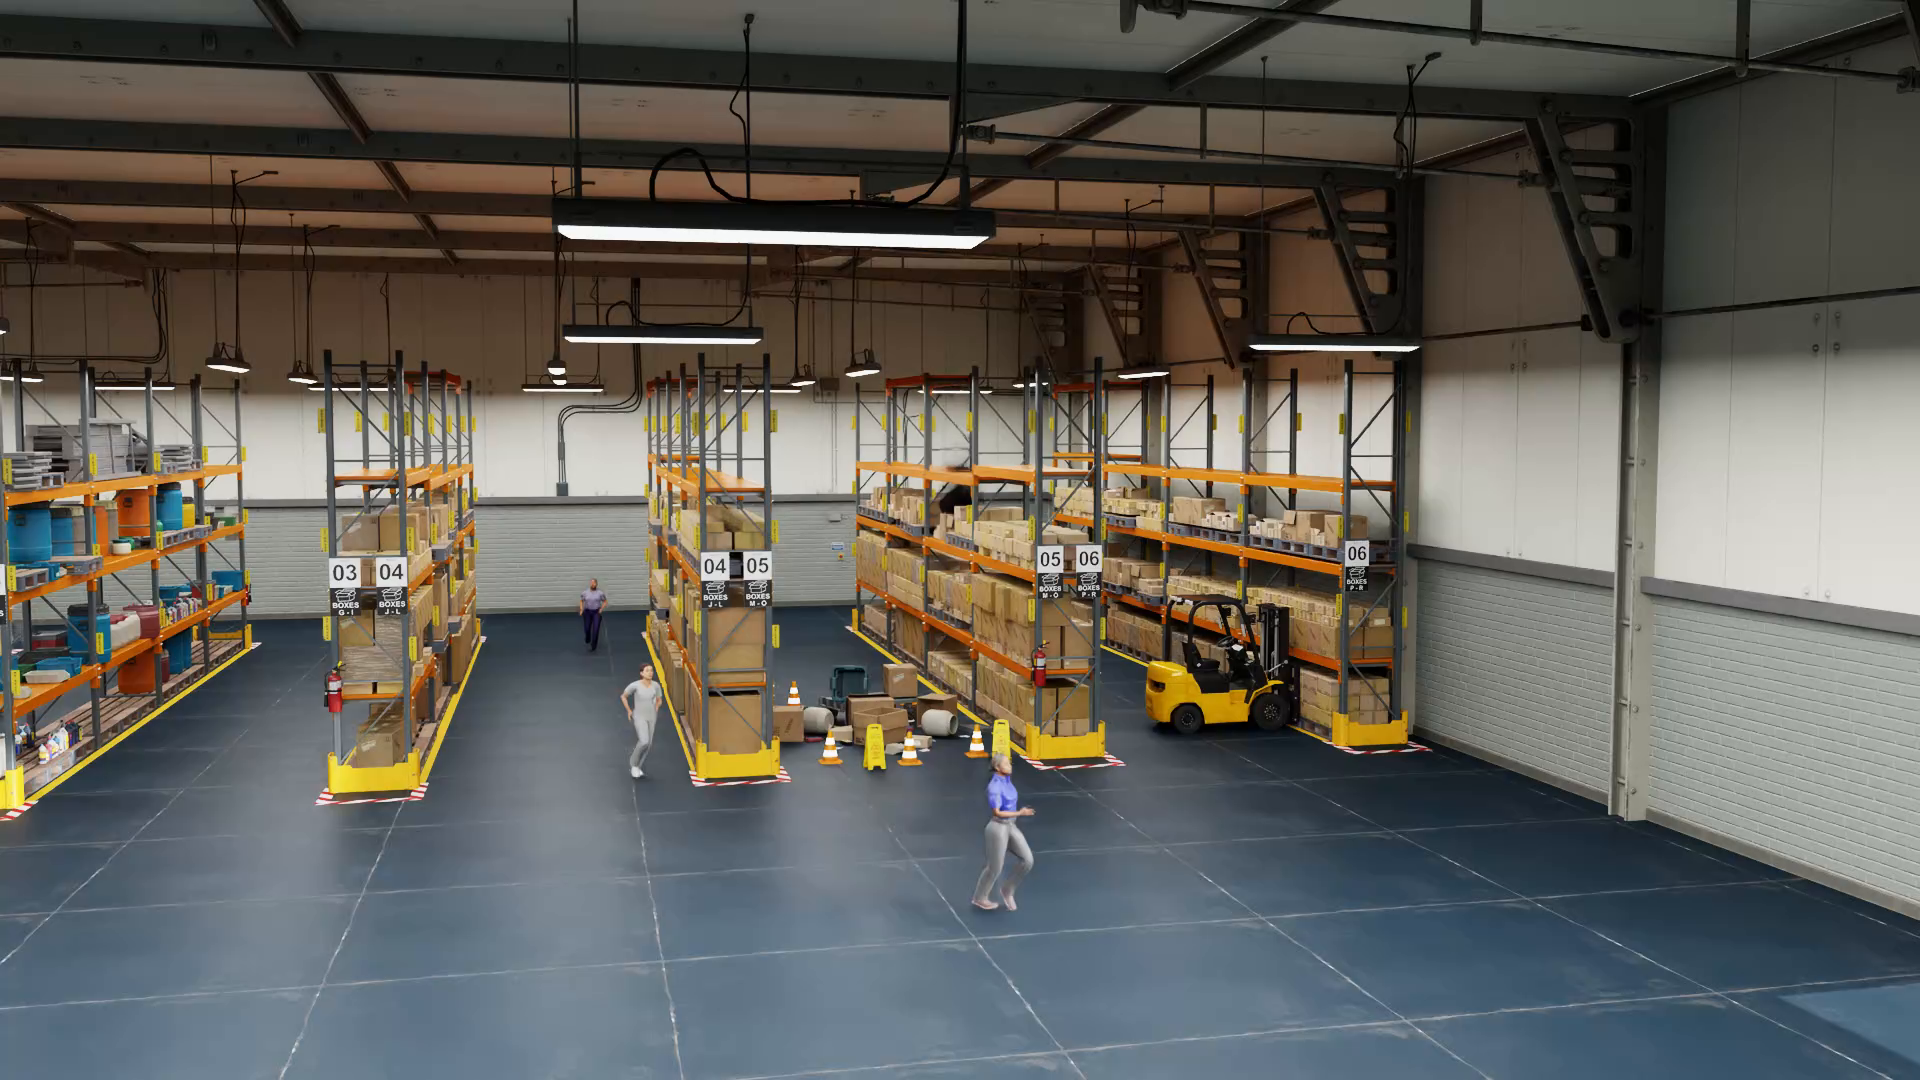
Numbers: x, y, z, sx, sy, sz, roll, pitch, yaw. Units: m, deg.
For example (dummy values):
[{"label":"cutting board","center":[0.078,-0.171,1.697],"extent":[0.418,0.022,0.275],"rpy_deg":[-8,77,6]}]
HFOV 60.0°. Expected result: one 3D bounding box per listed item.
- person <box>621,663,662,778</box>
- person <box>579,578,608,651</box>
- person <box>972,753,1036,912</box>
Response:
[{"label":"person","center":[-4.456,2.543,23.502],"extent":[0.545,1.624,0.628],"rpy_deg":[-3,5,-35]},{"label":"person","center":[-8.131,1.657,36.888],"extent":[0.623,1.594,0.561],"rpy_deg":[-1,4,-9]},{"label":"person","center":[0.458,2.998,17.001],"extent":[0.688,1.664,0.544],"rpy_deg":[2,4,27]}]
